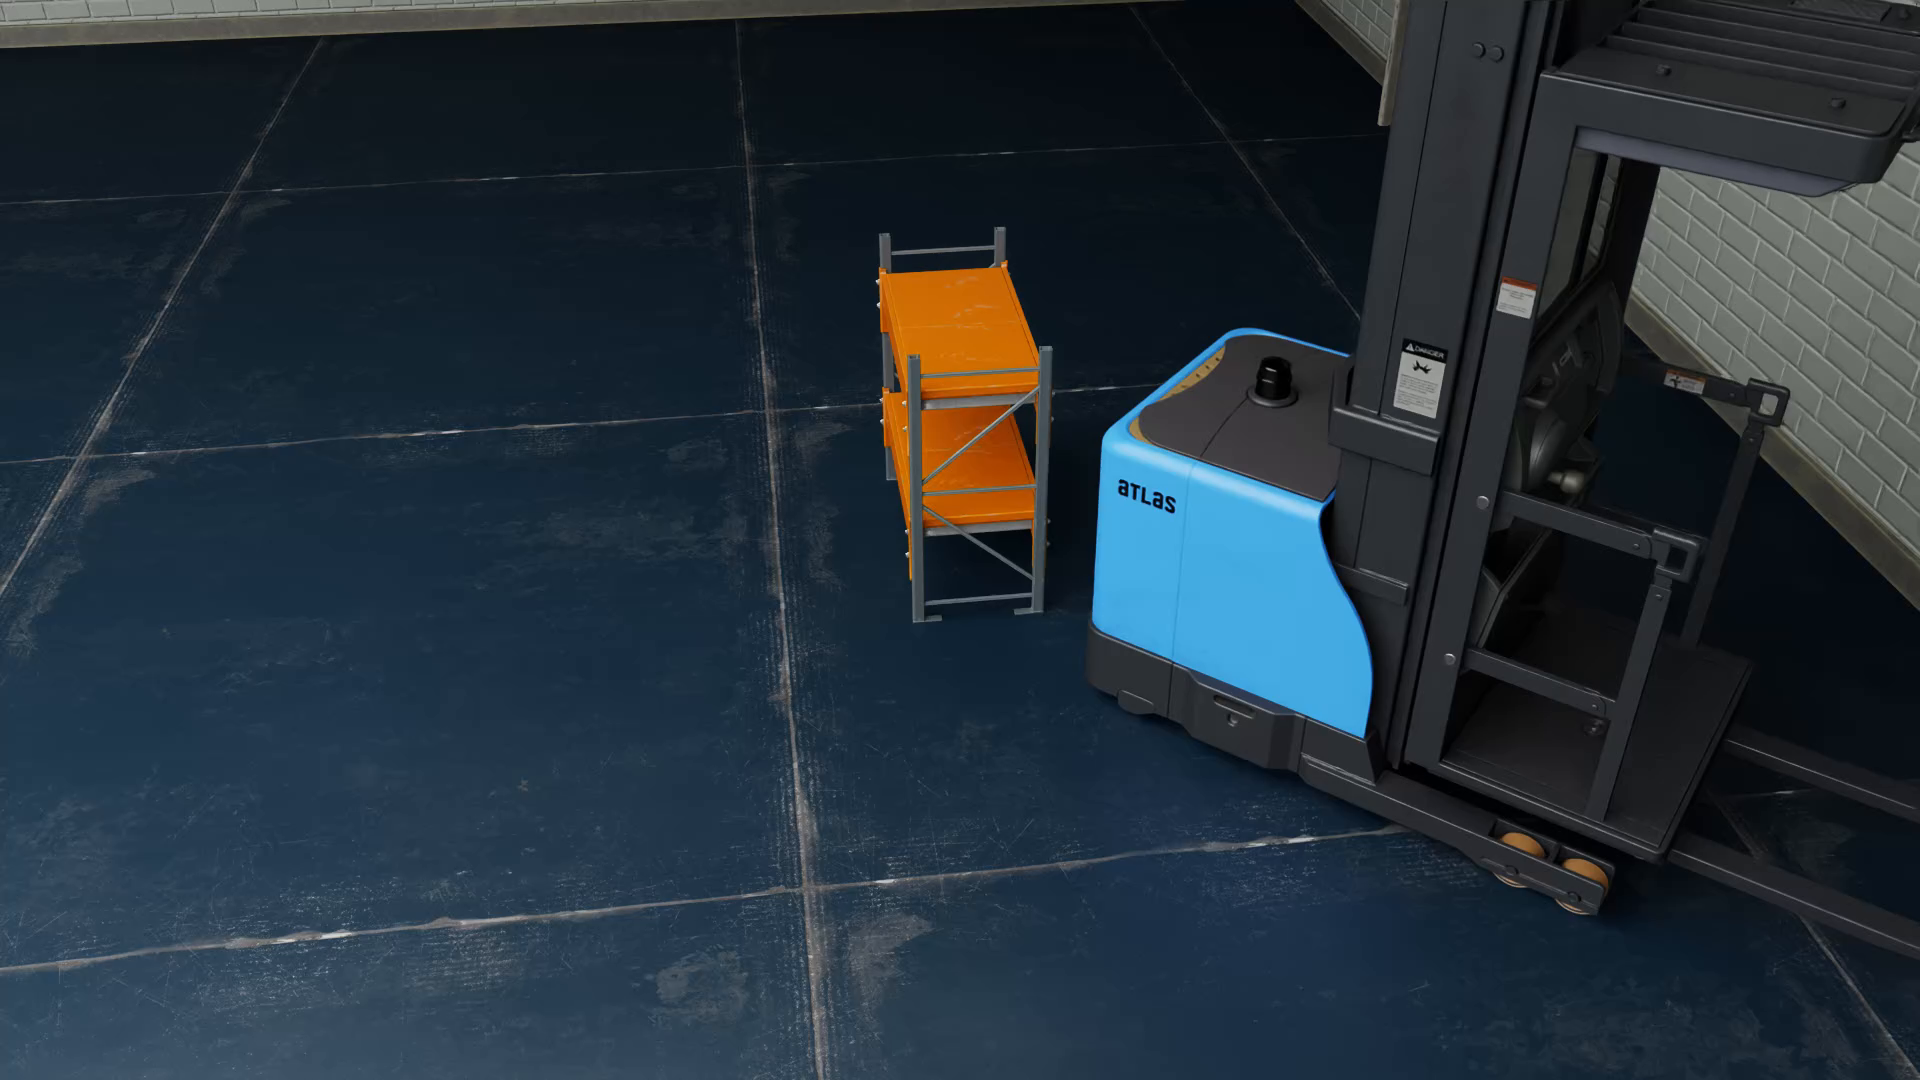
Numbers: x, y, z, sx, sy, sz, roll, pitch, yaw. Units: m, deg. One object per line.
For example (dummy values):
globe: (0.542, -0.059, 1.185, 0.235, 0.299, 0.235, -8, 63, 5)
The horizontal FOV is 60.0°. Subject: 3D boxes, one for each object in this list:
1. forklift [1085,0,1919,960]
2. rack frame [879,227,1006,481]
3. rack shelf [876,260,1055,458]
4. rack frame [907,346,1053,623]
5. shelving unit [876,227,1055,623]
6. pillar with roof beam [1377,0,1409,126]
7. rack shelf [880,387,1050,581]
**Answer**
forklift: (1.944, -0.413, 4.753, 3.031, 2.935, 1.130, 21, 40, 28)
rack frame: (-0.067, -0.745, 6.844, 0.500, 1.125, 0.032, -4, 35, -6)
rack shelf: (0.001, -0.703, 6.263, 0.538, 0.278, 1.000, -4, 35, -6)
rack frame: (0.069, -0.177, 6.011, 0.500, 1.125, 0.032, -4, 35, -6)
shelving unit: (0.001, -0.461, 6.428, 0.538, 1.125, 1.048, -4, 35, -6)
pillar with roof beam: (-1.407, -5.973, 7.524, 9.100, 9.000, 0.400, -4, 35, -6)
rack shelf: (0.001, -0.259, 6.565, 0.538, 0.278, 1.000, -4, 35, -6)
